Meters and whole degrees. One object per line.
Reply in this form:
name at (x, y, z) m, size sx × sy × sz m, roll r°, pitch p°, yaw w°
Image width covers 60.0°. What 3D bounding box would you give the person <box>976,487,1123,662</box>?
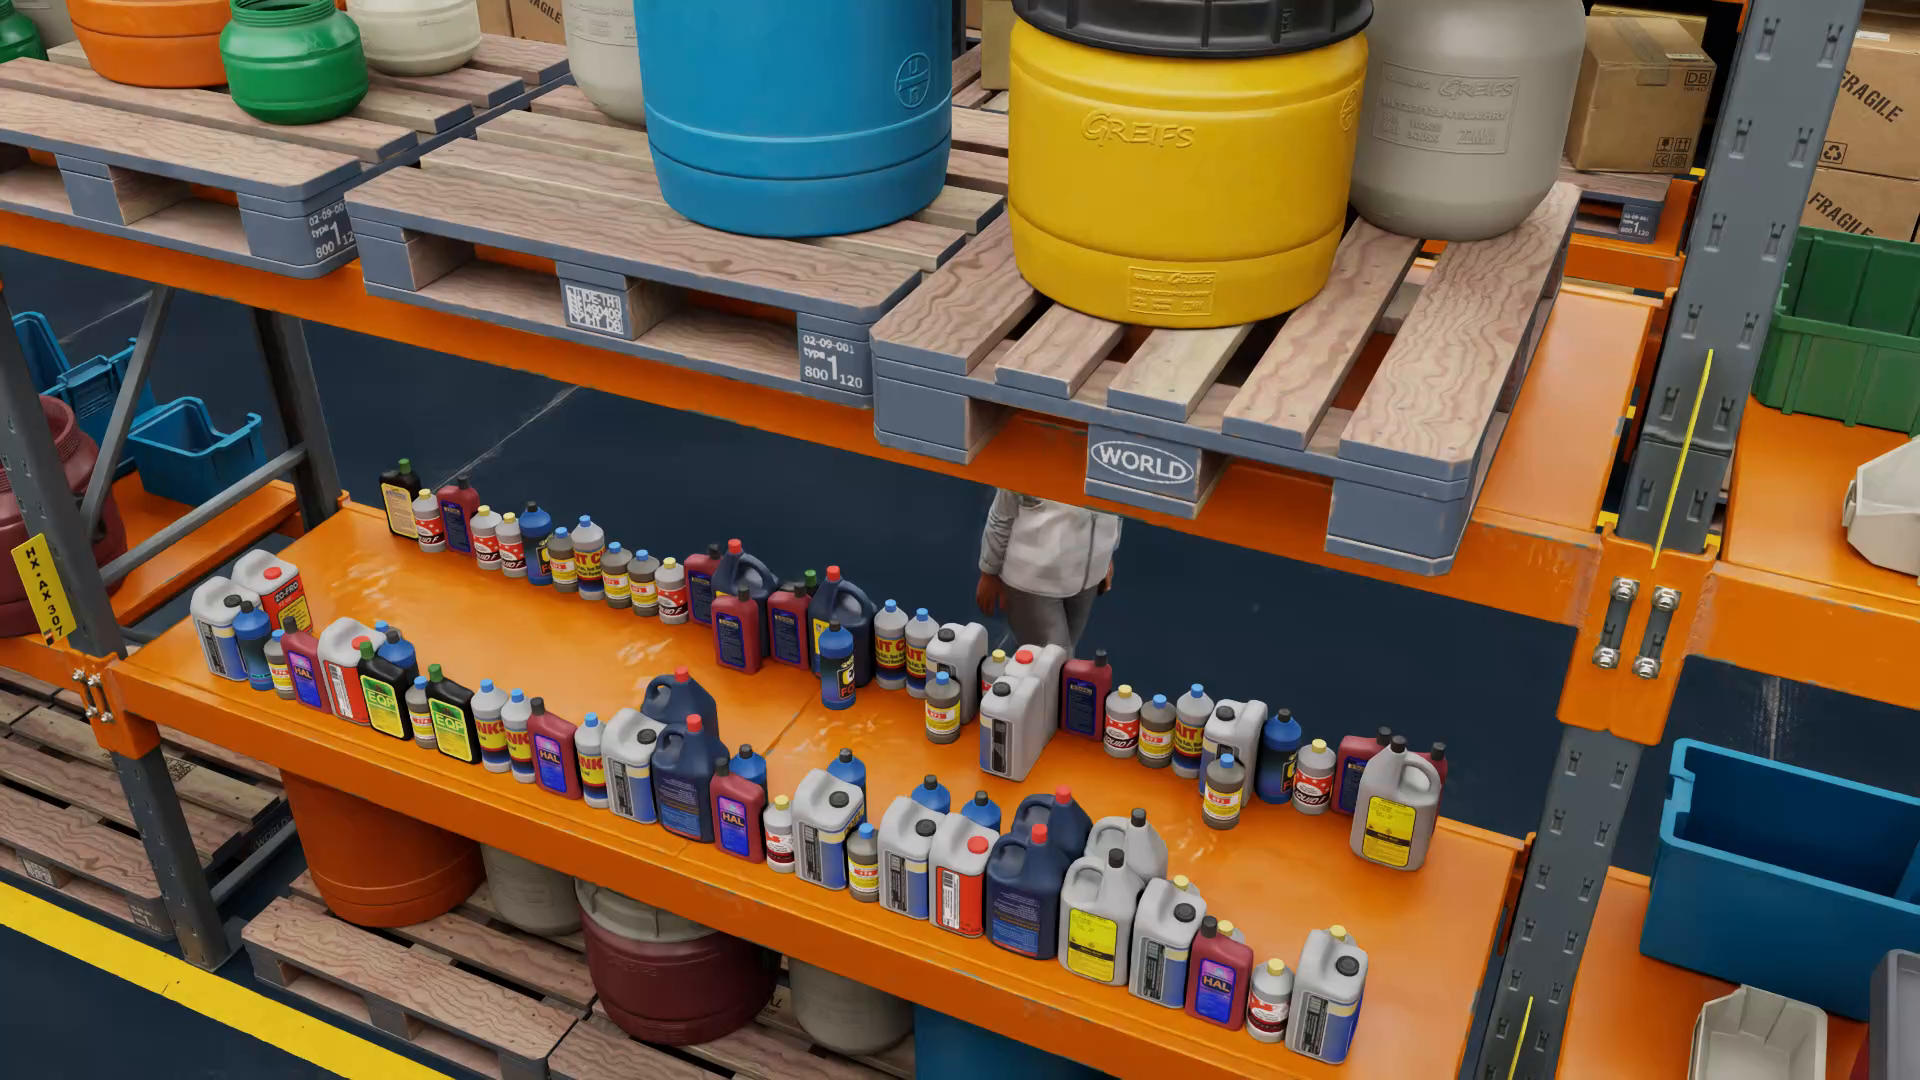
person at (0.349, 0.096, 5.942) m, size 0.567 × 1.761 × 0.488 m, roll -24°, pitch 40°, yaw -32°
